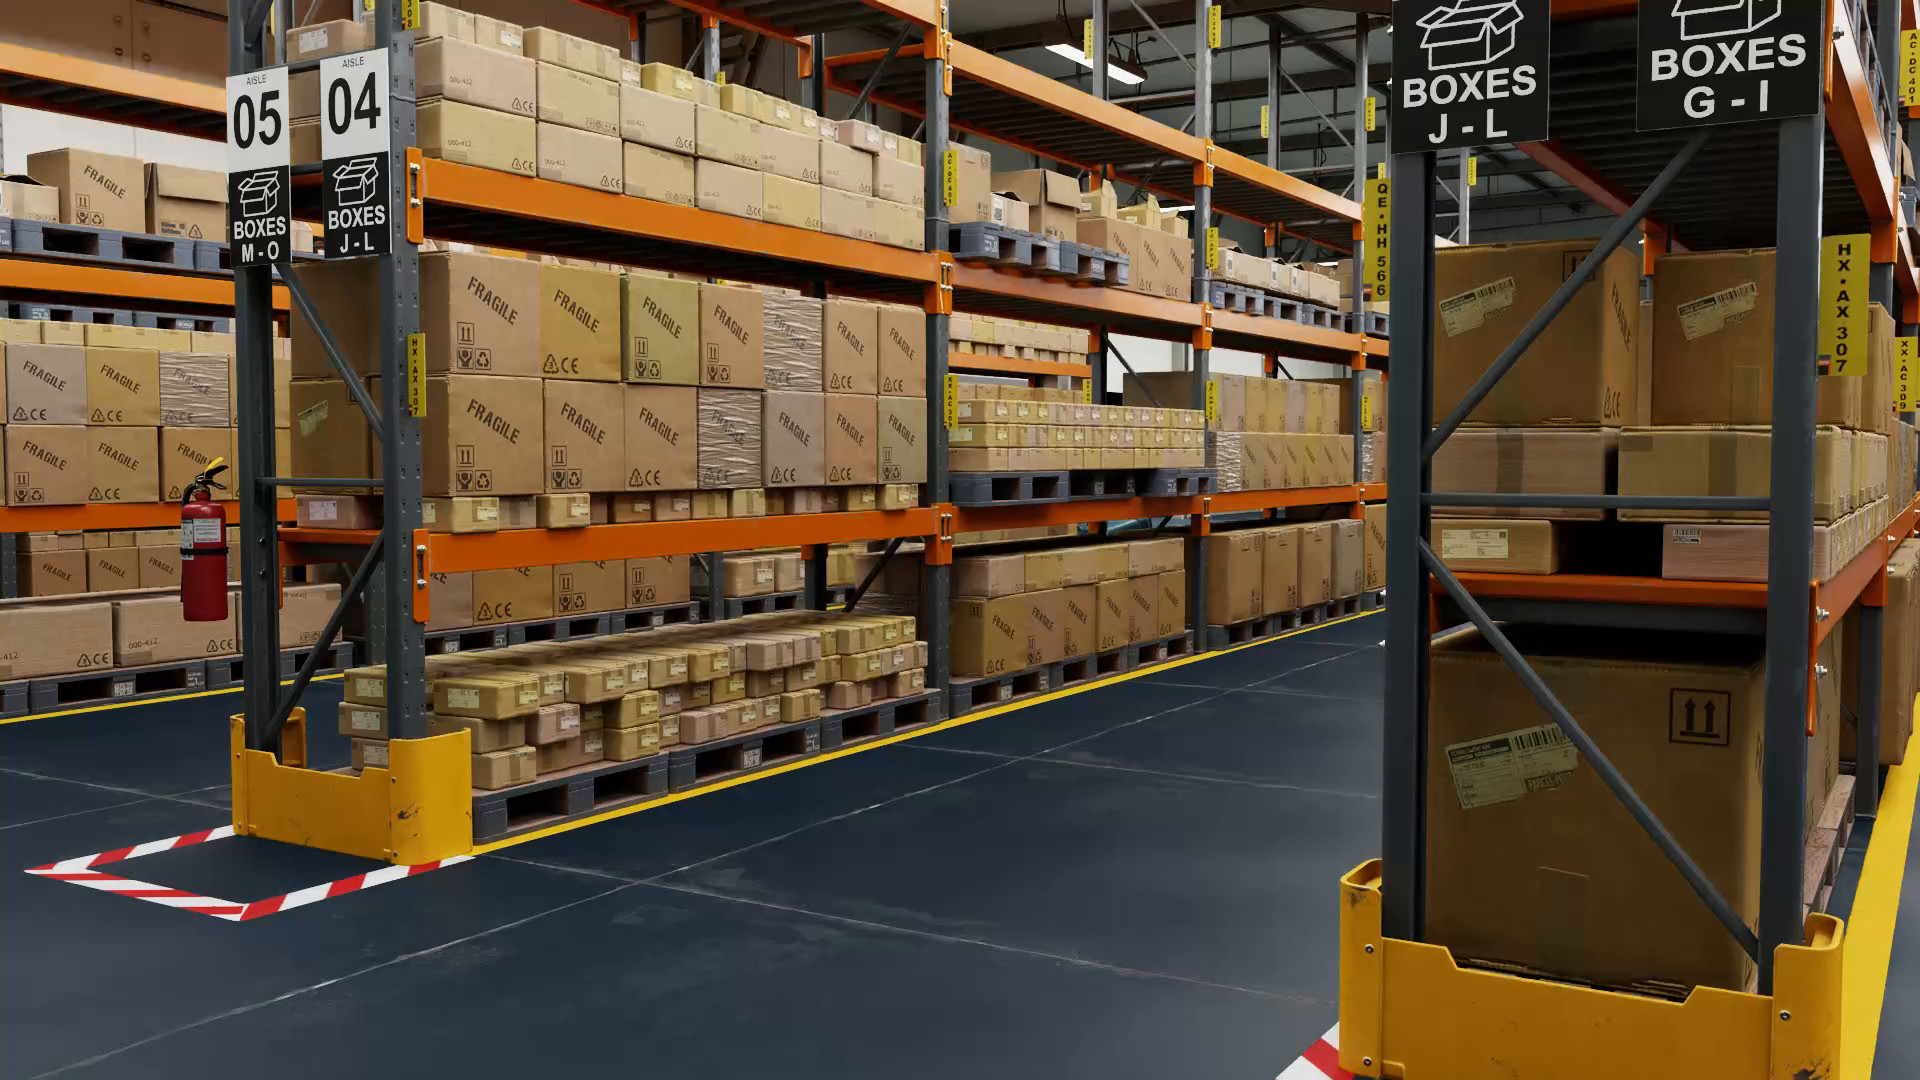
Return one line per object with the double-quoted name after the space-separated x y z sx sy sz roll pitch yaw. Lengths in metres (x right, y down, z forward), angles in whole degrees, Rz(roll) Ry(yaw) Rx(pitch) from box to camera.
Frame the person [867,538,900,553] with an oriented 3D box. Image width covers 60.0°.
-0.792 -0.022 16.336 0.374 1.594 0.513 2 3 30 "person"
